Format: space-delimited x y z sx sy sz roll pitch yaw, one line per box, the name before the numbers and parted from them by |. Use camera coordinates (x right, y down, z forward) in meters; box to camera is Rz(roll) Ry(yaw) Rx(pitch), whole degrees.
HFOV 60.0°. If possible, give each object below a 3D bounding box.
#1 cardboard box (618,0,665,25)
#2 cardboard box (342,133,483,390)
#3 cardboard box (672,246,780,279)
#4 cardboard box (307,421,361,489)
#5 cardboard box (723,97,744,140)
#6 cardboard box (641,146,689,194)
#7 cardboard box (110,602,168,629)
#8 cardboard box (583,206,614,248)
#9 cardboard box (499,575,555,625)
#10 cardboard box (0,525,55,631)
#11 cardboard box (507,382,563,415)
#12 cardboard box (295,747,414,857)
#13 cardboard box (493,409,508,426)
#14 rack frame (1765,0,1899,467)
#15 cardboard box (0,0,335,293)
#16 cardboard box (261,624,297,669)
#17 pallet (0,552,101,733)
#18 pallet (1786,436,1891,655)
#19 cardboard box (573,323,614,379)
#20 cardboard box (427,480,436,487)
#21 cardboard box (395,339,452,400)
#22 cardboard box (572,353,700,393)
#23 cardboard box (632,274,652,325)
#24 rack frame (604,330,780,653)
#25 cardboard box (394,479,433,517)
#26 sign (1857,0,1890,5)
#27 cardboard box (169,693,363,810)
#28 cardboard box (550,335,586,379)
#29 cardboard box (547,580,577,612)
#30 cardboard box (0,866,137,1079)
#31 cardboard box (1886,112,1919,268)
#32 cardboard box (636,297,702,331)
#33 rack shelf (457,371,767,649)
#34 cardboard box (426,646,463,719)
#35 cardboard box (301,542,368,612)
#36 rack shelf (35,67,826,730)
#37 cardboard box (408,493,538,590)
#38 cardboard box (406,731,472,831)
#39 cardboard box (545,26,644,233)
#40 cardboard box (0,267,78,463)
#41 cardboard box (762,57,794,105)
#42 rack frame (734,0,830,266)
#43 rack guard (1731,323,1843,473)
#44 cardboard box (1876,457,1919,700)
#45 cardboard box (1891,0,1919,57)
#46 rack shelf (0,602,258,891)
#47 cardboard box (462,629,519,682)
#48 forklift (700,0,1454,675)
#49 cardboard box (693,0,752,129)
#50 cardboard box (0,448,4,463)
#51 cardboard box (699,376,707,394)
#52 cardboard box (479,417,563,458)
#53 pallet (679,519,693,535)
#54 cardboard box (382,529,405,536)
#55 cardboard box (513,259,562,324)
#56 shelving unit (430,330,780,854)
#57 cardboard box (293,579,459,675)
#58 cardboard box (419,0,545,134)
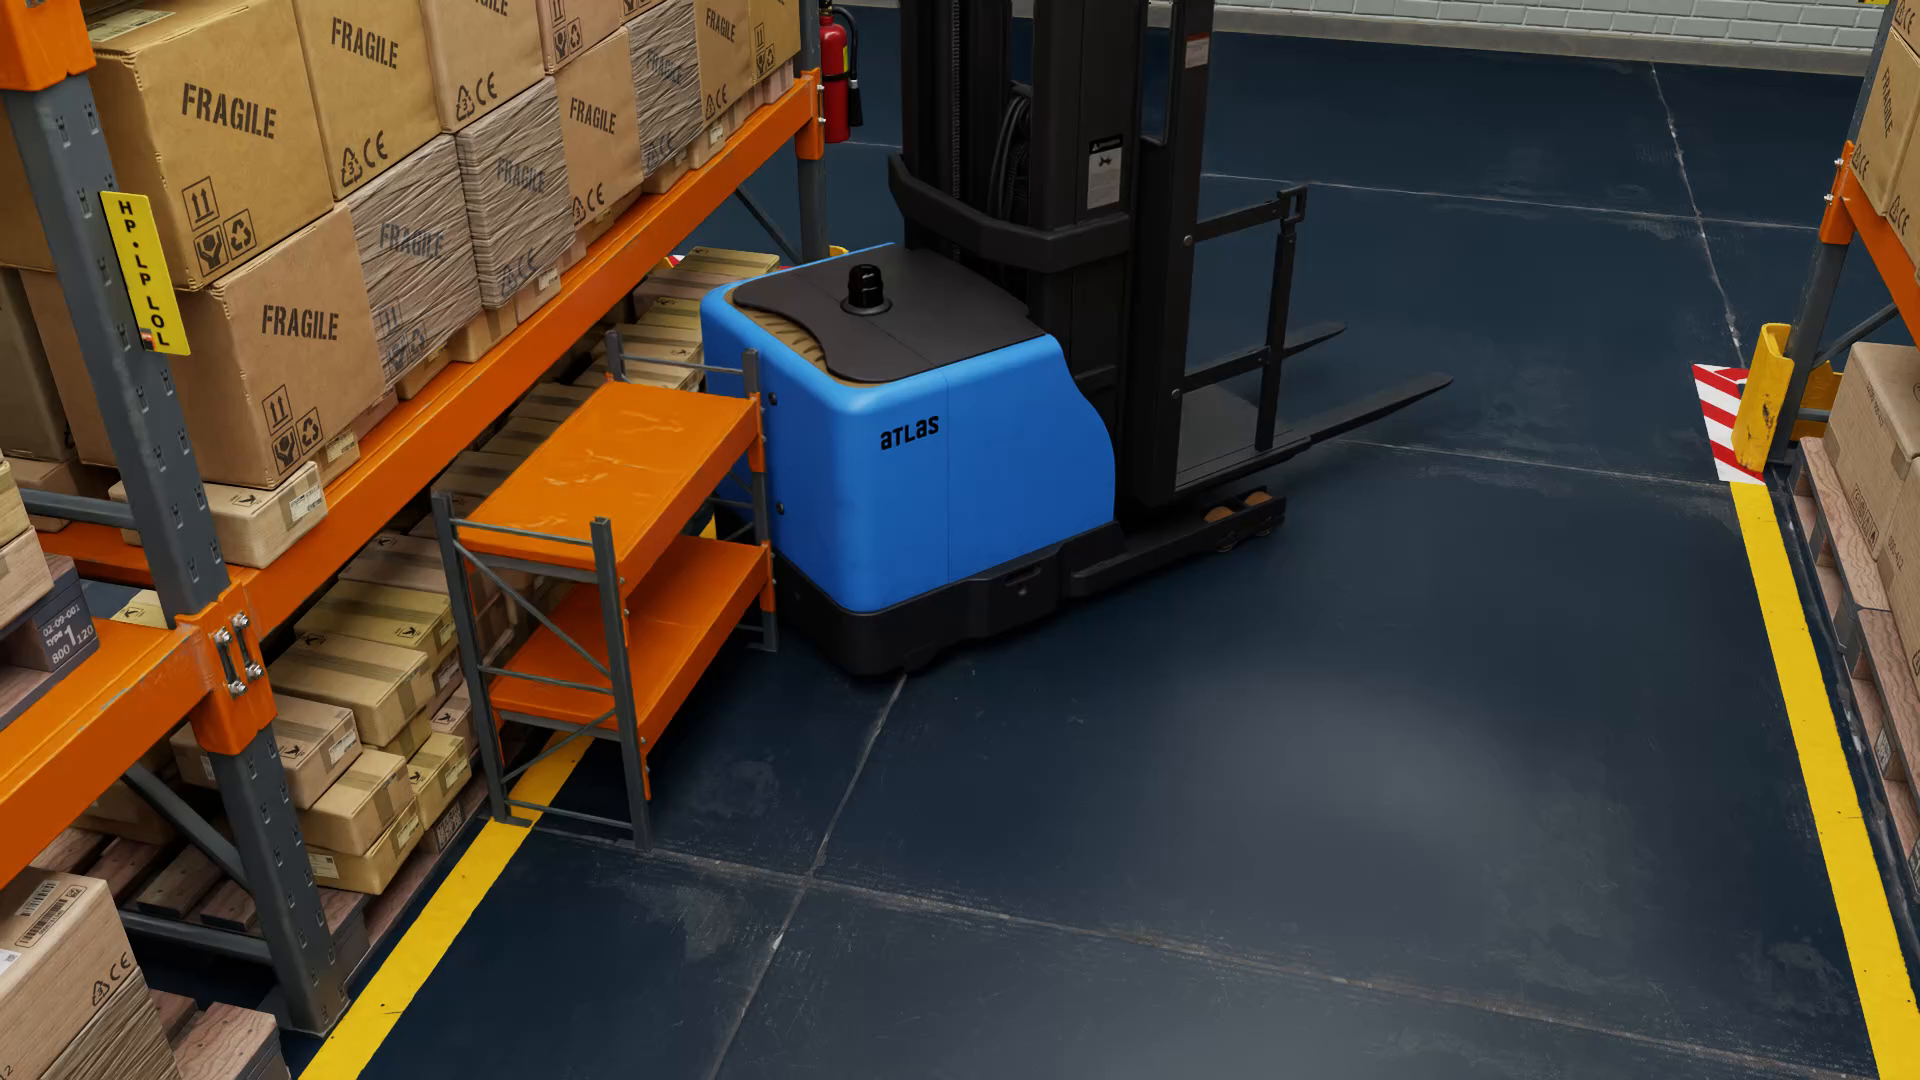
cardboard box | -1.200 -1.950 5.218 0.500 0.500 0.500 10 34 15
cardboard box | -1.600 -0.738 4.244 0.500 0.500 0.500 8 33 12
cardboard box | -0.962 -1.081 6.866 0.380 0.149 0.250 8 33 13
cardboard box | -1.706 -0.230 4.050 0.380 0.149 0.250 9 34 14
cardboard box | -1.031 -1.595 6.198 0.380 0.149 0.250 8 33 12
cardboard box | -1.168 -1.327 5.776 0.380 0.149 0.250 7 33 10
cardboard box | -2.223 0.327 4.651 0.380 0.149 0.250 8 33 13
cardboard box | -1.346 -1.055 5.348 0.380 0.149 0.250 9 33 13
cardboard box | -1.518 0.112 5.266 0.380 0.149 0.250 10 34 15
cardboard box | -1.997 0.072 3.183 0.380 0.149 0.250 7 33 11
cardboard box | -1.700 -0.485 6.206 0.380 0.149 0.250 6 33 10
cardboard box | -1.686 0.666 4.395 0.380 0.149 0.250 10 34 15
cardboard box | -1.849 -0.479 5.919 0.380 0.149 0.250 9 33 13
rack frame | 3.741 -1.544 5.882 1.000 3.000 0.127 8 33 12
cardboard box | -1.738 -0.880 3.536 0.500 0.500 0.500 9 33 14
cardboard box | -2.208 0.321 4.938 0.380 0.149 0.250 7 33 11
pallet | -2.423 0.368 3.054 1.003 0.211 1.213 8 33 12
pallet | 3.613 0.059 5.961 1.003 0.211 1.213 8 33 12
cardboard box | -1.555 -0.754 6.629 0.380 0.149 0.250 8 33 13
cardboard box | -1.807 -0.200 5.758 0.380 0.149 0.250 10 34 15
cardboard box | -1.614 -0.516 4.499 0.380 0.149 0.250 7 33 10
cardboard box | -1.166 -0.534 6.006 0.380 0.149 0.250 9 34 14
cardboard box | -1.454 -1.028 7.060 0.380 0.149 0.250 9 34 14
rack frame | -0.860 -0.135 5.413 0.500 1.125 0.032 9 33 13
cardboard box | -1.990 -0.222 5.514 0.380 0.149 0.250 7 33 11
sign | 3.205 -2.021 5.753 0.100 0.325 0.005 8 33 12
cardboard box | -1.800 0.535 4.324 0.380 0.149 0.250 9 34 14
cardboard box | -1.659 -0.752 6.348 0.380 0.149 0.250 6 33 10
cardboard box | -1.395 0.112 5.543 0.380 0.149 0.250 7 33 11
cardboard box | -2.032 0.893 3.289 0.500 0.250 0.500 7 33 11
cardboard box | 3.240 -1.110 5.106 0.500 0.500 0.500 8 33 12
cardboard box | -1.024 -0.807 6.435 0.380 0.149 0.250 7 33 11
rack shelf | -0.998 -0.119 4.843 0.538 0.278 1.000 9 33 13
cardboard box | -1.682 0.391 4.827 0.380 0.149 0.250 8 33 12
cardboard box | -2.025 0.073 5.050 0.380 0.149 0.250 9 34 14
rack shelf | -1.580 -0.824 5.420 1.077 0.370 4.000 8 33 12
cardboard box | -1.469 0.003 5.161 0.380 0.149 0.250 9 33 13
cardboard box | -1.617 0.653 4.693 0.380 0.149 0.250 9 34 14
cardboard box | -1.330 -1.276 5.091 0.500 0.500 0.500 10 34 15
cardboard box | -2.239 -0.547 3.943 0.500 0.500 0.500 8 33 12
cardboard box | -0.882 -1.851 6.601 0.380 0.149 0.250 8 33 12
rack frame | -1.073 -2.165 6.860 1.000 3.000 0.127 8 33 12
rack guard | 3.747 -0.501 6.572 1.175 0.500 0.348 8 33 12
cardboard box | 3.446 0.193 5.148 0.875 0.438 0.875 9 34 14
cardboard box | 3.343 -1.798 5.256 0.500 0.500 0.500 7 33 11
rack shelf | -2.596 1.252 2.155 1.077 0.370 4.000 8 33 12
cardboard box | -1.588 0.379 5.124 0.380 0.149 0.250 7 33 11
forklift | 0.615 -1.405 5.728 3.031 2.935 1.130 -20 38 -29
cardboard box | -1.074 -1.798 5.912 0.500 0.500 0.500 7 33 12
cardboard box | -2.001 -0.177 3.020 0.380 0.149 0.250 10 34 15
cardboard box | -1.061 -0.682 6.516 0.380 0.149 0.250 7 33 10
cardboard box | -1.379 -0.273 5.594 0.380 0.149 0.250 8 33 13
pallet | -1.644 0.099 5.898 1.003 0.211 1.213 8 33 12
cardboard box | -2.004 0.069 5.334 0.380 0.149 0.250 9 33 14
cardboard box | -1.412 -0.776 4.909 0.380 0.149 0.250 9 34 15
shelving unit | -0.998 0.128 5.000 0.538 1.125 1.048 9 33 13
cardboard box | -1.656 0.262 4.753 0.380 0.149 0.250 8 33 12
cardboard box | -1.463 -1.408 4.367 0.500 0.500 0.500 9 33 13
